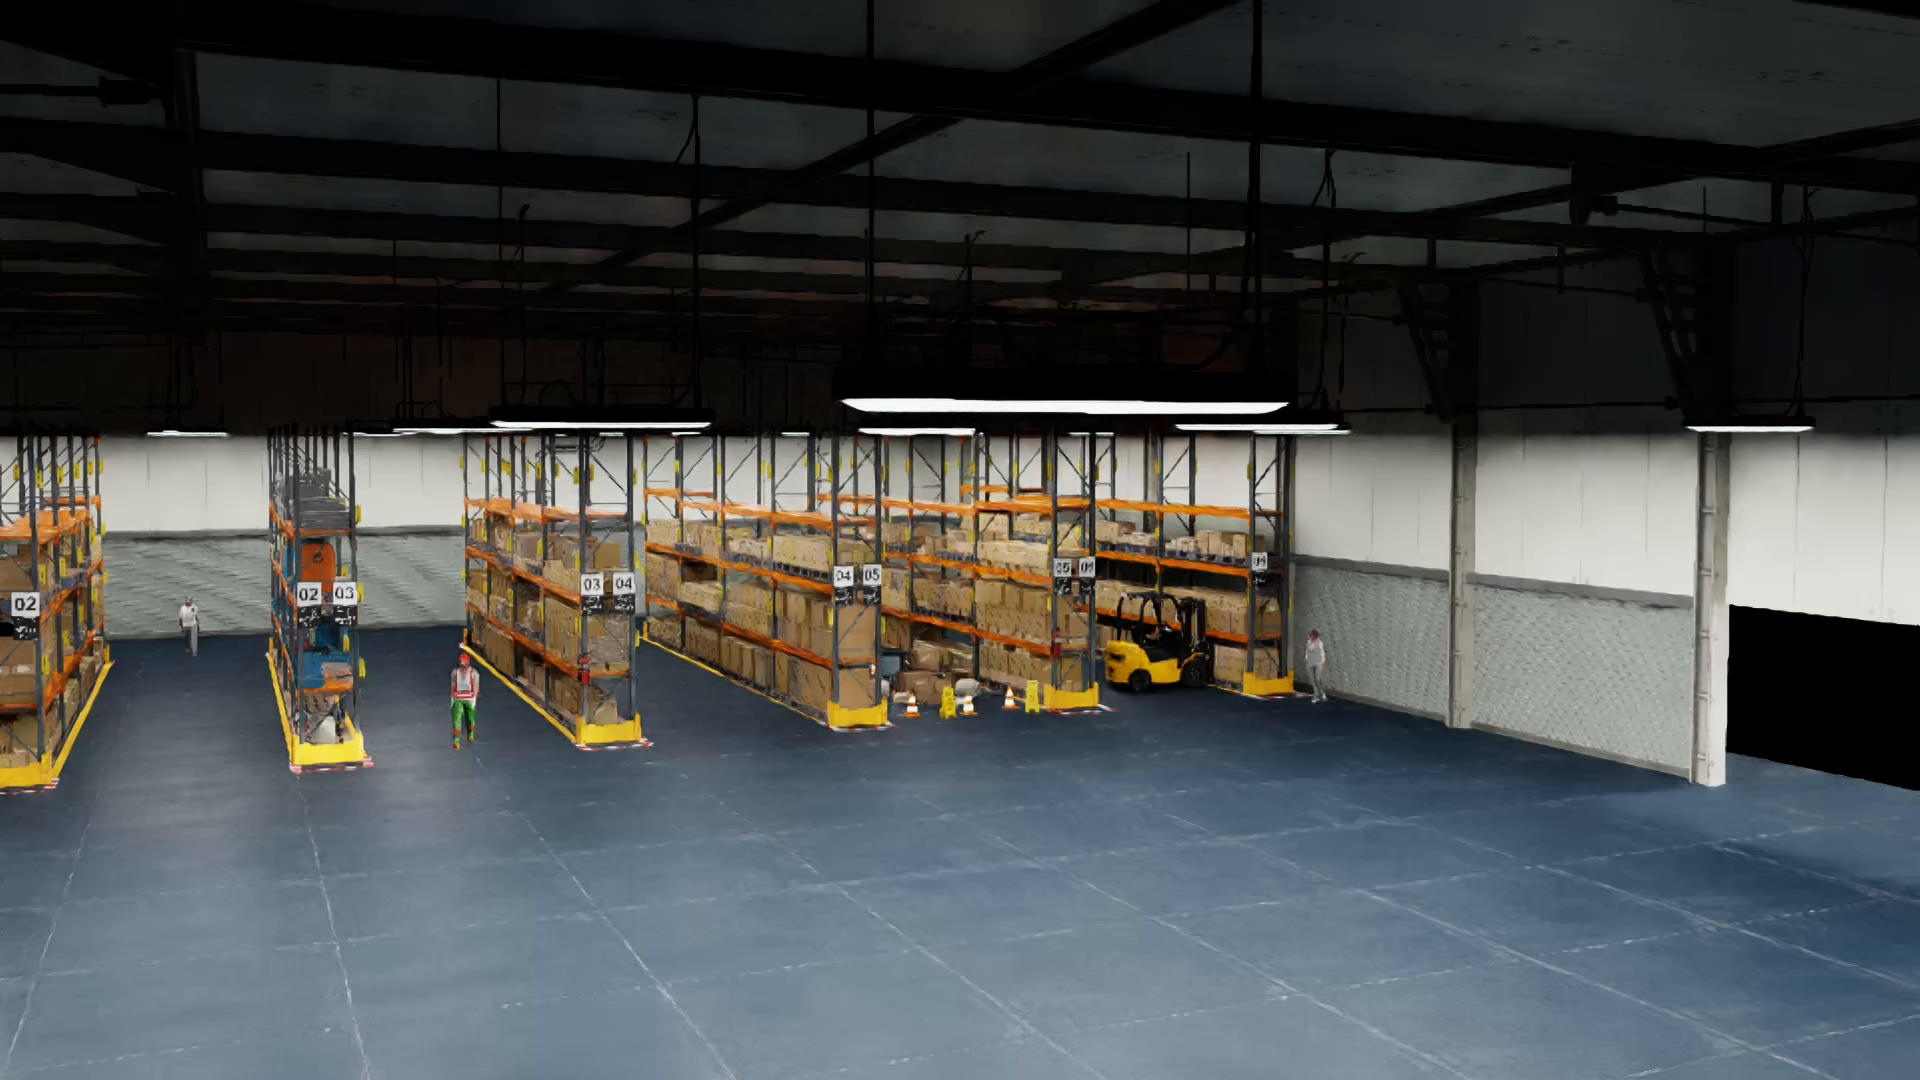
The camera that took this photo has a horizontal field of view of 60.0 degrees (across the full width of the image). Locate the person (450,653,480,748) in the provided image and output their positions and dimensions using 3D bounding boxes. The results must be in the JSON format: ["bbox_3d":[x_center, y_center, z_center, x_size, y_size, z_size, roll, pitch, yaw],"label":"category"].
[{"bbox_3d":[-9.198,2.957,30.894,0.534,1.726,1.038,-1,4,-14],"label":"person"}]

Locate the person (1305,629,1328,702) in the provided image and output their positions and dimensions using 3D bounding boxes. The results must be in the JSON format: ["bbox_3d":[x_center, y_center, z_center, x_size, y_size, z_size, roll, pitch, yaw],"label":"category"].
[{"bbox_3d":[7.731,2.715,36.042,0.521,1.592,0.365,3,4,39],"label":"person"}]

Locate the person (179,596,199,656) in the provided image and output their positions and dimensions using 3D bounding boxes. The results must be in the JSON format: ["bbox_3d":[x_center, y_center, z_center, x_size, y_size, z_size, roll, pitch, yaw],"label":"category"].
[{"bbox_3d":[-20.289,2.238,43.770,0.456,1.589,1.087,-1,4,-22],"label":"person"}]
